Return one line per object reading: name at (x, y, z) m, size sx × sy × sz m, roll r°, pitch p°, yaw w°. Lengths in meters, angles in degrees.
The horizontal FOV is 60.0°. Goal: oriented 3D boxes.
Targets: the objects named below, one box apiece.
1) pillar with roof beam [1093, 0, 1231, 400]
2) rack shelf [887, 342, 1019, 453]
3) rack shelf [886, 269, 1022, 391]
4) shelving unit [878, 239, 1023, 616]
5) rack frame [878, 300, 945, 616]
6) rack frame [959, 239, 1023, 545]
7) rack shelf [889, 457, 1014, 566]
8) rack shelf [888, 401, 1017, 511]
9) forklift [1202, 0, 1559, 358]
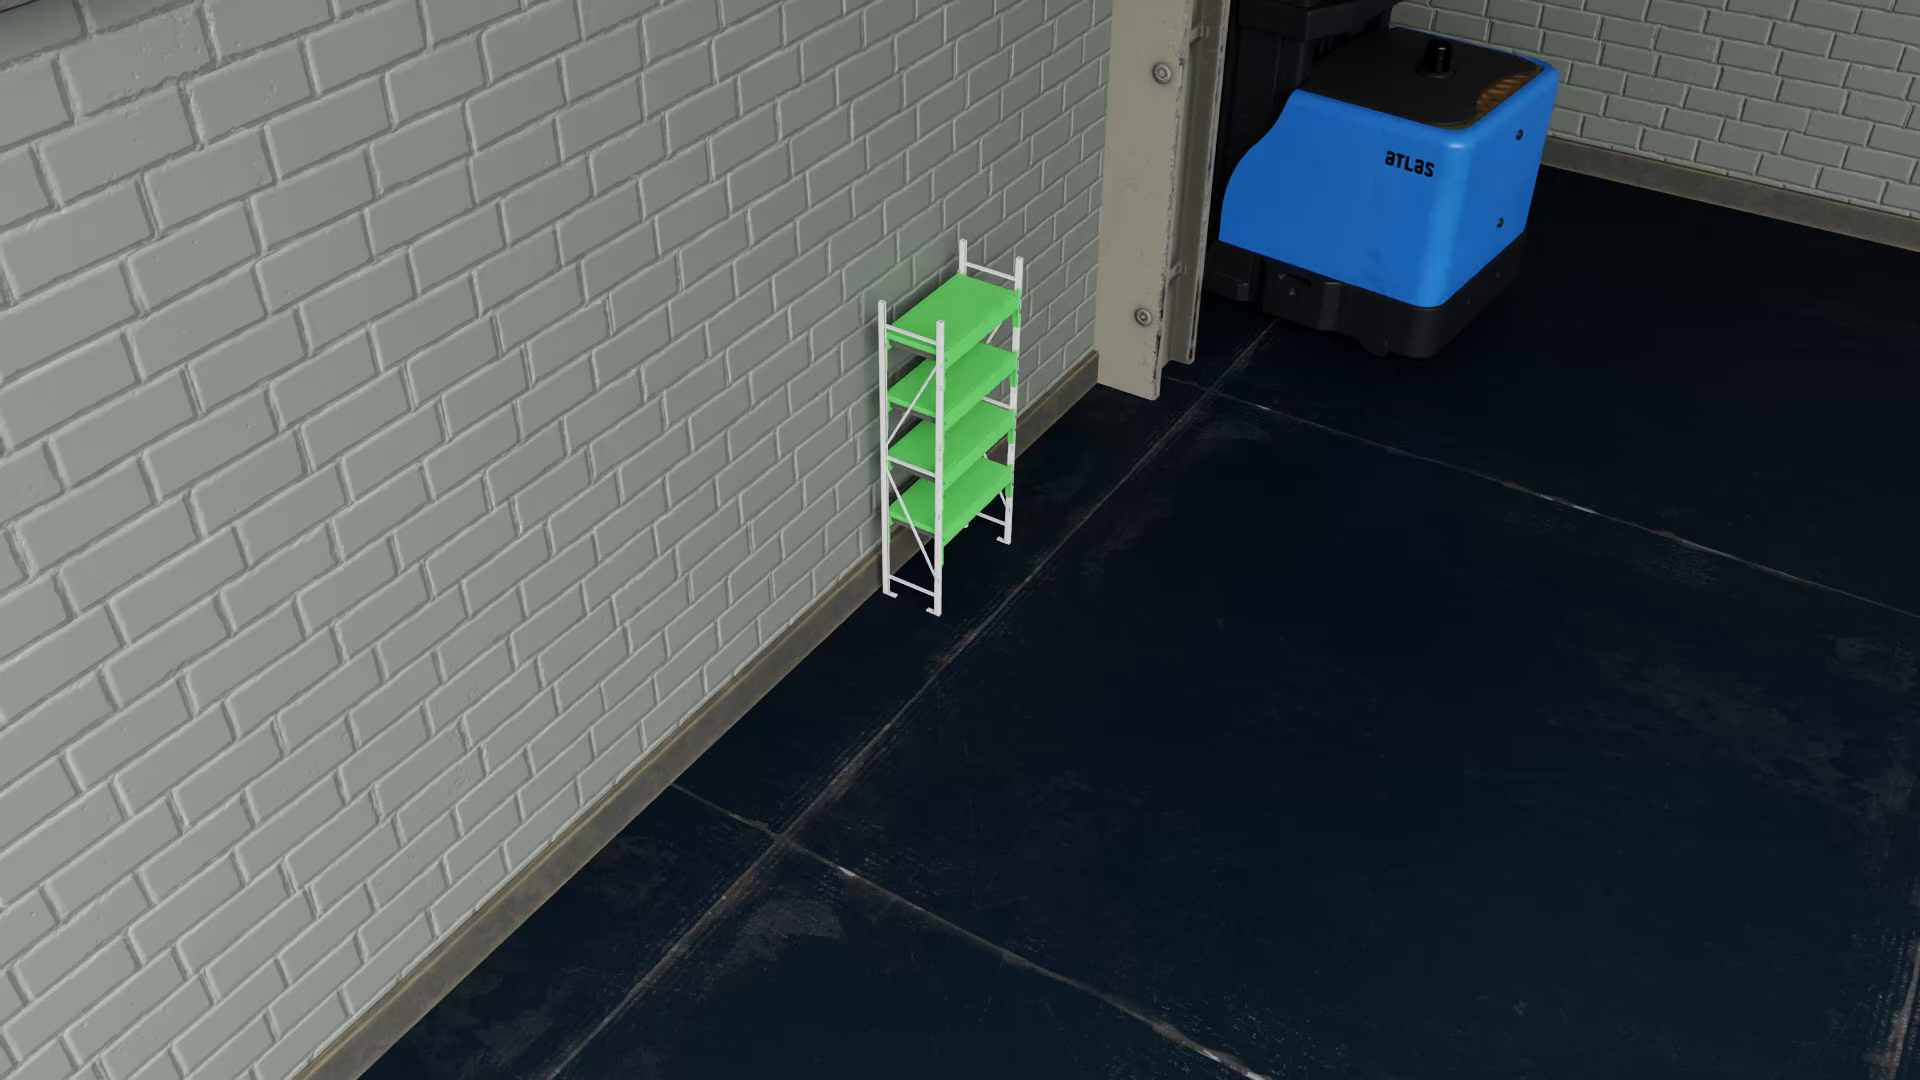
pillar with roof beam at (4.428, -2.895, 2.635) m, size 9.100 × 9.000 × 0.400 m, roll 21°, pitch 42°, yaw 25°
rack shelf at (-0.032, -0.510, 5.636) m, size 0.258 × 0.148 × 0.480 m, roll 22°, pitch 43°, yaw 24°
rack shelf at (-0.028, -0.698, 5.488) m, size 0.258 × 0.148 × 0.480 m, roll 22°, pitch 43°, yaw 24°
shelving unit at (-0.034, -0.371, 5.745) m, size 0.258 × 1.200 × 0.503 m, roll 22°, pitch 43°, yaw 24°
rack frame at (-0.163, -0.245, 5.581) m, size 0.240 × 1.200 × 0.015 m, roll 22°, pitch 43°, yaw 24°
rack frame at (0.094, -0.498, 5.909) m, size 0.240 × 1.200 × 0.015 m, roll 22°, pitch 43°, yaw 24°
rack shelf at (-0.039, -0.133, 5.933) m, size 0.258 × 0.148 × 0.480 m, roll 22°, pitch 43°, yaw 24°
rack shelf at (-0.035, -0.321, 5.784) m, size 0.258 × 0.148 × 0.480 m, roll 22°, pitch 43°, yaw 24°
forklift at (1.122, -2.681, 7.327) m, size 3.031 × 2.935 × 1.130 m, roll 26°, pitch 44°, yaw 29°
